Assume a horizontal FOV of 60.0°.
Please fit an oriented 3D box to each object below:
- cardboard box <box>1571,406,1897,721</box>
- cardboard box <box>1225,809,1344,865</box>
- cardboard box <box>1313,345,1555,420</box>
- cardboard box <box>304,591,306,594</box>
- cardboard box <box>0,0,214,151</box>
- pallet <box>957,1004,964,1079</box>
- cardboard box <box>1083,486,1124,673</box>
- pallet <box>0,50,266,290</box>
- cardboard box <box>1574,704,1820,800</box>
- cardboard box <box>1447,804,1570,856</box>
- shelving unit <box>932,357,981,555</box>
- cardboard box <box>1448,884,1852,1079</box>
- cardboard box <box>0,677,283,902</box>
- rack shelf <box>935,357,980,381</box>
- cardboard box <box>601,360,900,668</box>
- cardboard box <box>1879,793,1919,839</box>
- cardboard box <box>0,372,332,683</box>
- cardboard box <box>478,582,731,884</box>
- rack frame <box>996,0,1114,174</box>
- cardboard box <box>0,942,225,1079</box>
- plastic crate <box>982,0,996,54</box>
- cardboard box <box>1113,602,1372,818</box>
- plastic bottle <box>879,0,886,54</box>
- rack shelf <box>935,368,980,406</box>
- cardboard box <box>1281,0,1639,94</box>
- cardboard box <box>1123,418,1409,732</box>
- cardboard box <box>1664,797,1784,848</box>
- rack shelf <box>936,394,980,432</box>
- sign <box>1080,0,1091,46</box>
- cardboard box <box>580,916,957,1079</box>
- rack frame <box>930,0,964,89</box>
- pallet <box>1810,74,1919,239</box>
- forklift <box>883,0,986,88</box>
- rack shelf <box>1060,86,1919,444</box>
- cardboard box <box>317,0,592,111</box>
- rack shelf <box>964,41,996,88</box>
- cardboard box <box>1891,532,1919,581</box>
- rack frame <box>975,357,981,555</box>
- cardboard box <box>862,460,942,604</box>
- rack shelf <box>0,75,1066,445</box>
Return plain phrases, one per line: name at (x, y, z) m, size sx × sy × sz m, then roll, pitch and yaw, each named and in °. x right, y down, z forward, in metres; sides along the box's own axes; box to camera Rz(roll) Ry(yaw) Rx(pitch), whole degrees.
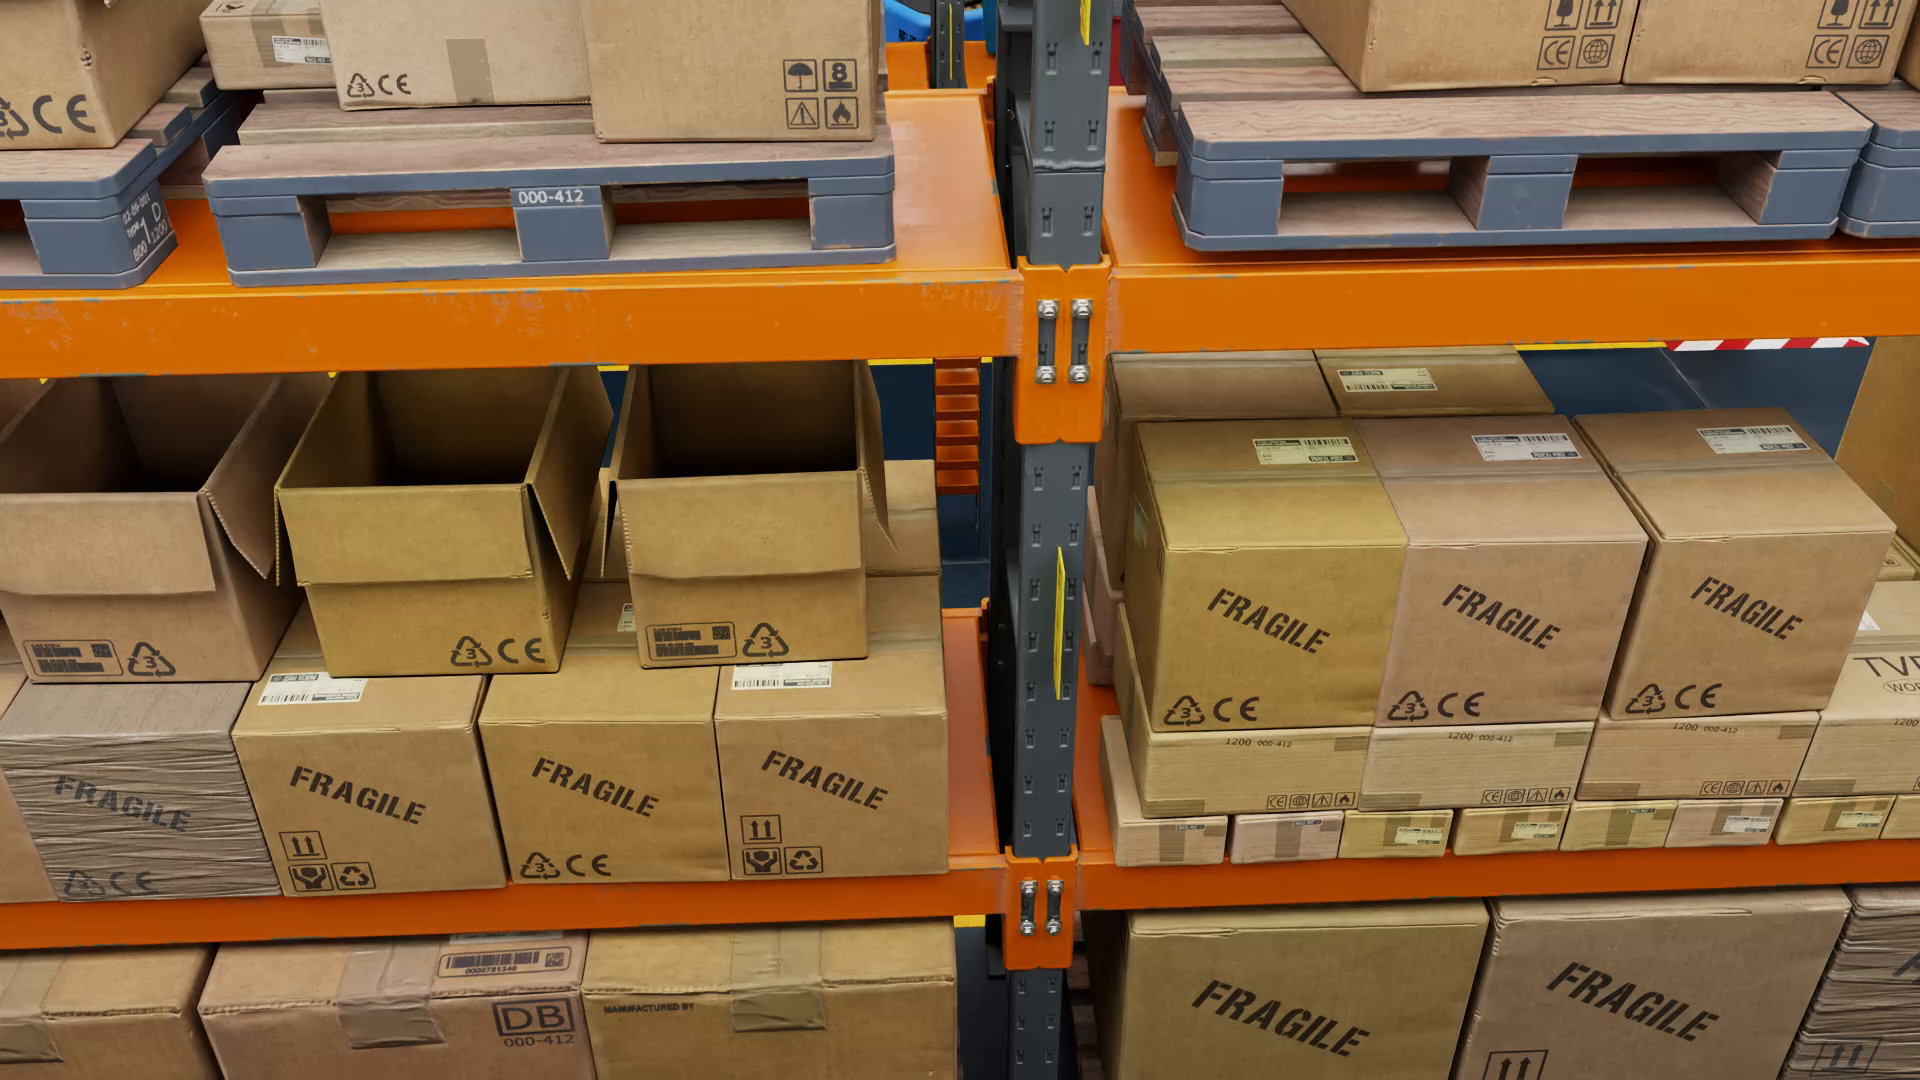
cardboard box at (1.670, 0.046, 3.759) m, size 0.500 × 0.500 × 0.500 m, roll -3°, pitch 35°, yaw -4°
cardboard box at (0.741, 0.586, 3.989) m, size 0.250 × 0.149 × 0.380 m, roll -3°, pitch 35°, yaw -4°
cardboard box at (1.115, -0.236, 4.167) m, size 0.500 × 0.500 × 0.500 m, roll -1°, pitch 35°, yaw -2°
cardboard box at (-1.822, 0.182, 4.264) m, size 0.500 × 0.500 × 0.500 m, roll -1°, pitch 35°, yaw -1°
cardboard box at (-1.789, -1.100, 3.108) m, size 0.637 × 0.503 × 0.797 m, roll -2°, pitch 35°, yaw -3°
pallet at (-0.600, 1.518, 4.870) m, size 1.213 × 0.211 × 1.003 m, roll -2°, pitch 35°, yaw -2°
cardboard box at (0.596, 0.087, 4.360) m, size 0.500 × 0.250 × 0.500 m, roll -2°, pitch 35°, yaw -3°
pallet at (-2.071, -0.819, 3.328) m, size 1.213 × 0.211 × 1.003 m, roll 0°, pitch 35°, yaw 0°
cardboard box at (1.663, 0.356, 3.970) m, size 0.500 × 0.250 × 0.500 m, roll -1°, pitch 35°, yaw -1°
cardboard box at (1.267, 0.570, 4.011) m, size 0.250 × 0.149 × 0.380 m, roll -2°, pitch 35°, yaw -4°
shelving unit at (-0.014, -0.493, 6.908) m, size 0.189 × 1.200 × 0.258 m, roll -2°, pitch 35°, yaw -2°
cardboard box at (1.729, 1.013, 4.649) m, size 0.875 × 0.875 × 0.875 m, roll -2°, pitch 35°, yaw -2°
cardboard box at (-1.804, 0.473, 3.843) m, size 0.500 × 0.500 × 0.500 m, roll -1°, pitch 35°, yaw -2°
rack shelf at (-0.014, -0.752, 6.728) m, size 0.180 × 0.103 × 0.258 m, roll -2°, pitch 35°, yaw -2°
cardboard box at (-0.470, -0.123, 3.823) m, size 0.637 × 0.503 × 0.797 m, roll -2°, pitch 35°, yaw -3°
cardboard box at (2.296, 0.542, 4.052) m, size 0.250 × 0.149 × 0.380 m, roll -1°, pitch 35°, yaw -1°
cardboard box at (-1.776, -0.086, 3.769) m, size 0.637 × 0.503 × 0.797 m, roll 0°, pitch 35°, yaw -1°
cardboard box at (-0.781, 0.444, 3.884) m, size 0.500 × 0.500 × 0.500 m, roll -1°, pitch 35°, yaw -1°
rack frame at (0.167, -2.159, 2.462) m, size 0.127 × 3.000 × 1.000 m, roll -2°, pitch 35°, yaw -2°
cardboard box at (-2.247, 1.091, 4.536) m, size 0.875 × 0.875 × 1.225 m, roll -1°, pitch 35°, yaw -2°
plastic crate at (0.383, -2.732, 8.523) m, size 0.575 × 0.384 × 0.392 m, roll -2°, pitch 35°, yaw -2°
cardboard box at (0.649, 0.384, 3.930) m, size 0.500 × 0.250 × 0.500 m, roll -2°, pitch 35°, yaw -3°
plastic bottle at (-0.474, -2.661, 8.502) m, size 0.185 × 0.351 × 0.144 m, roll -2°, pitch 35°, yaw -2°
rack shelf at (-0.014, -0.654, 6.797) m, size 0.180 × 0.103 × 0.258 m, roll -2°, pitch 35°, yaw -2°
cardboard box at (0.946, -1.235, 3.219) m, size 0.500 × 0.500 × 0.700 m, roll -3°, pitch 35°, yaw -5°
cardboard box at (0.658, 0.072, 3.722) m, size 0.500 × 0.500 × 0.500 m, roll -2°, pitch 35°, yaw -2°
cardboard box at (1.773, 0.557, 4.029) m, size 0.250 × 0.149 × 0.380 m, roll -1°, pitch 35°, yaw -2°
rack shelf at (-0.014, -0.555, 6.865) m, size 0.180 × 0.103 × 0.258 m, roll -2°, pitch 35°, yaw -2°
sign at (0.203, -0.959, 2.633) m, size 0.005 × 0.325 × 0.100 m, roll -2°, pitch 35°, yaw -2°
cardboard box at (-0.471, 1.038, 4.613) m, size 0.875 × 0.875 × 1.225 m, roll -1°, pitch 35°, yaw -2°
rack frame at (-0.067, -2.507, 8.237) m, size 0.127 × 3.000 × 1.000 m, roll -2°, pitch 35°, yaw -2°
pallet at (2.201, -0.936, 3.409) m, size 1.213 × 0.211 × 1.003 m, roll -2°, pitch 35°, yaw -2°
forklift at (-0.563, -4.235, 10.794) m, size 1.130 × 2.935 × 3.031 m, roll -20°, pitch 39°, yaw -26°
rack shelf at (2.165, -0.683, 3.598) m, size 4.000 × 0.370 × 1.077 m, roll -2°, pitch 35°, yaw -2°
cardboard box at (-0.933, -1.083, 3.252) m, size 0.500 × 0.311 × 0.500 m, roll -3°, pitch 35°, yaw -4°
rack shelf at (1.931, -2.265, 8.520) m, size 4.000 × 0.370 × 1.077 m, roll -2°, pitch 35°, yaw -2°
cardboard box at (2.650, 0.029, 4.443) m, size 0.500 × 0.250 × 0.500 m, roll -3°, pitch 35°, yaw -4°
rack frame at (0.077, -0.495, 6.912) m, size 0.006 × 1.200 × 0.240 m, roll -2°, pitch 35°, yaw -2°
cardboard box at (-0.304, 0.137, 4.328) m, size 0.500 × 0.500 × 0.500 m, roll -1°, pitch 35°, yaw -2°
rack shelf at (-1.830, -0.575, 3.442) m, size 4.000 × 0.370 × 1.077 m, roll -2°, pitch 35°, yaw -2°
